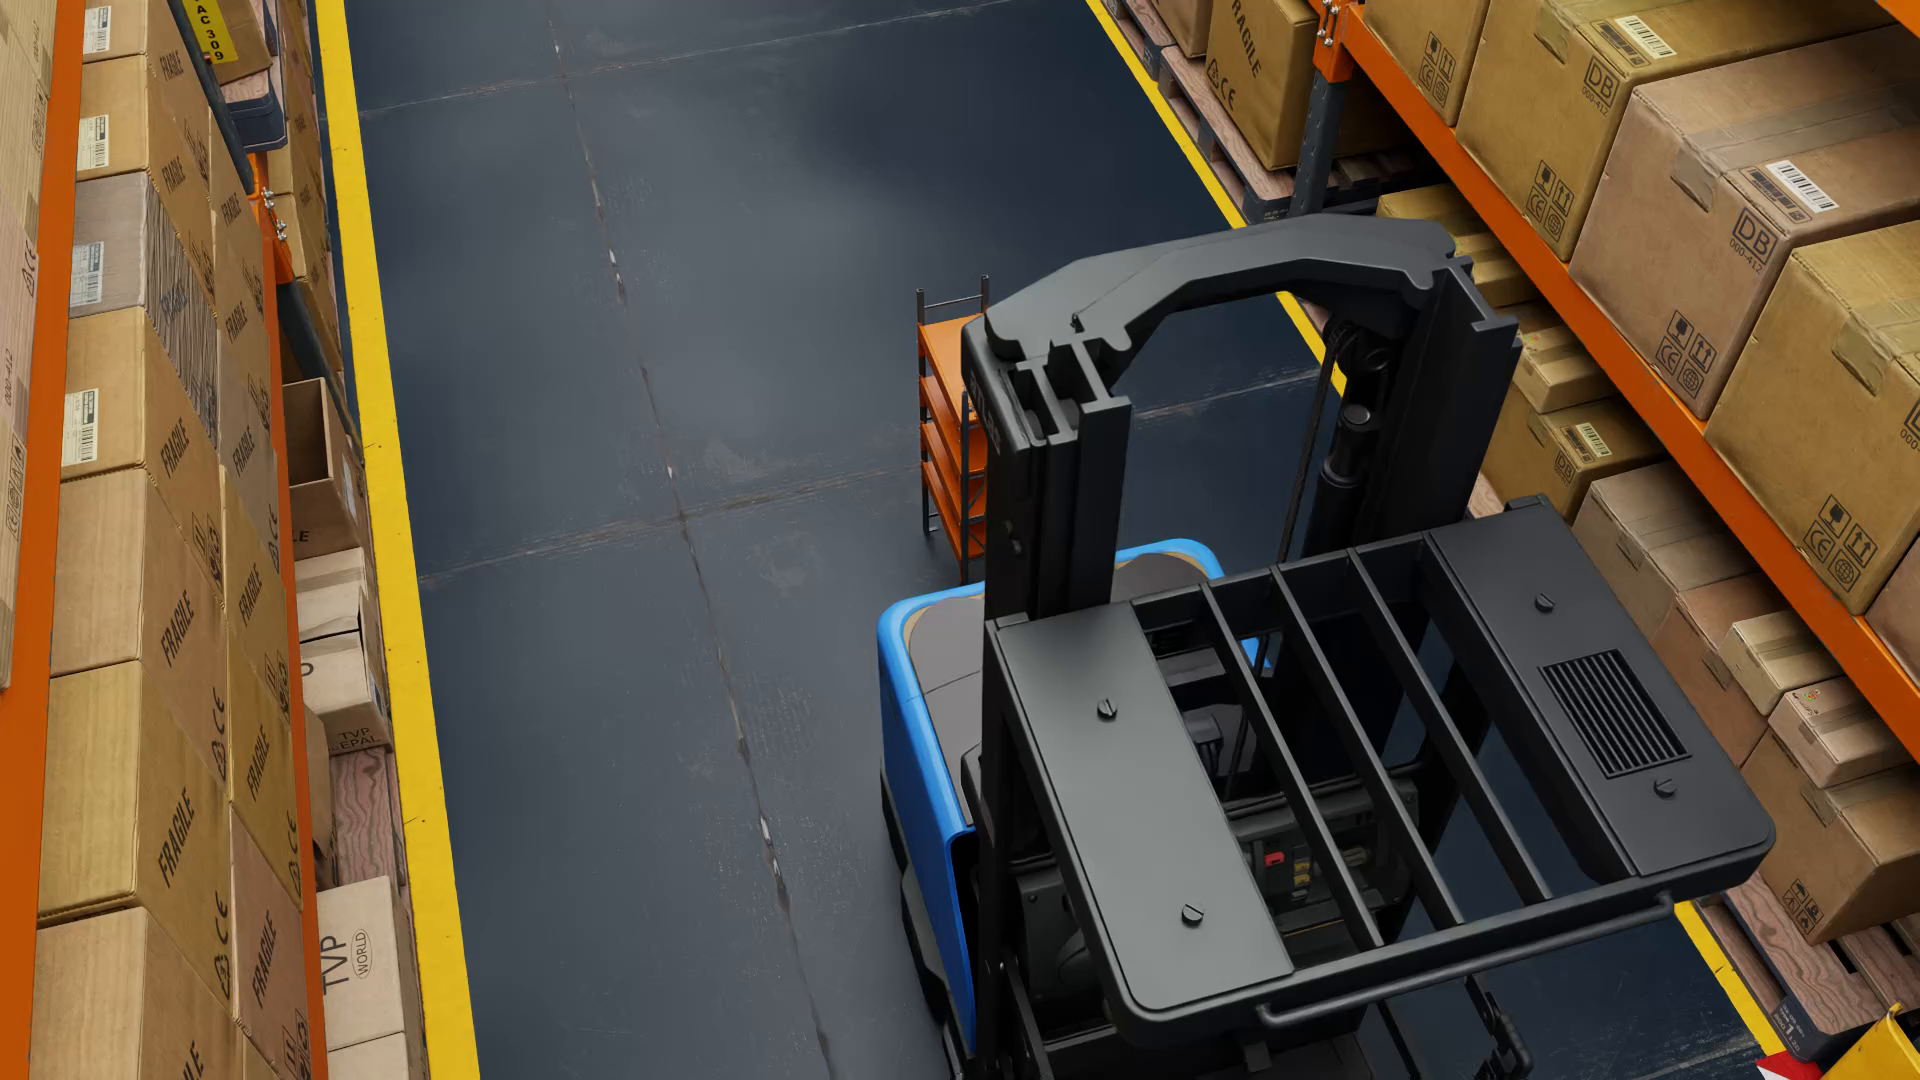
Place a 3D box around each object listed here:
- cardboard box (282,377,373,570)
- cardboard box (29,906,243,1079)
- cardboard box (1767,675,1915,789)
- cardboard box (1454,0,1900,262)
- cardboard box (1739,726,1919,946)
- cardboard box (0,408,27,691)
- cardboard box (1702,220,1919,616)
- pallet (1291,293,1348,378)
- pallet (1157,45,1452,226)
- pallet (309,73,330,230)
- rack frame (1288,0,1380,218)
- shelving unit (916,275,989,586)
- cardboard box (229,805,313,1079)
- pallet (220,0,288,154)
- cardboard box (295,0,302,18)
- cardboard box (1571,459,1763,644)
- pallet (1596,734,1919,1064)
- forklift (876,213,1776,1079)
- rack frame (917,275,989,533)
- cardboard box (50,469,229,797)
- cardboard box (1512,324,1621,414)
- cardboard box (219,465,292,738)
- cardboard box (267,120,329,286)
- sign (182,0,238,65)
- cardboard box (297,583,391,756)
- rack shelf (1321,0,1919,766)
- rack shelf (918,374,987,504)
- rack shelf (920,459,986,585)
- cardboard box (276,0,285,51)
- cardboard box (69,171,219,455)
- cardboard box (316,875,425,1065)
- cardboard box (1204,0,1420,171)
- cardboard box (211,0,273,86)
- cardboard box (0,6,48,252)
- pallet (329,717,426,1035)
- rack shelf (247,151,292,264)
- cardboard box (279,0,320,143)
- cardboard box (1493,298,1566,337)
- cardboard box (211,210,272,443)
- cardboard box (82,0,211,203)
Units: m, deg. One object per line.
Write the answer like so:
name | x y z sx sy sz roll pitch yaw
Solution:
cardboard box | -2.381 -0.173 5.781 0.500 0.500 0.500 -13 51 -11
cardboard box | -1.517 0.994 2.731 0.500 0.500 0.500 -12 51 -10
cardboard box | 2.579 0.530 4.778 0.380 0.149 0.250 -14 51 -11
cardboard box | 2.266 -1.474 5.335 0.980 0.700 0.700 -14 51 -12
cardboard box | 2.791 0.791 4.981 0.700 0.500 0.500 -13 51 -11
cardboard box | -1.682 0.013 2.413 0.500 0.250 0.500 -13 51 -11
cardboard box | 2.707 -0.386 4.418 0.980 0.700 0.700 -14 51 -11
pallet | 2.061 -0.840 6.820 1.003 0.211 1.213 -13 51 -11
pallet | 1.610 -1.960 7.764 1.003 0.211 1.213 -13 51 -11
pallet | -3.462 -1.769 7.603 1.003 0.211 1.213 -13 51 -11
rack frame | 1.910 -2.312 6.237 1.000 3.000 0.127 -13 51 -11
shelving unit | 0.049 -0.266 5.689 0.258 1.200 0.503 -13 51 -11
cardboard box | -1.675 0.941 3.430 0.500 0.500 0.500 -14 51 -11
pallet | -2.953 -1.736 5.877 1.003 0.211 1.213 -13 51 -11
cardboard box | -3.503 -2.817 8.010 0.500 0.500 0.500 -12 51 -10
cardboard box | 2.493 0.059 5.599 0.700 0.500 0.500 -15 51 -12
pallet | 2.782 0.942 5.318 1.003 0.211 1.213 -13 51 -11
forklift | 0.646 0.913 3.563 1.130 2.935 3.031 -12 51 -10
rack frame | -0.023 -0.444 5.840 0.240 1.200 0.015 -13 51 -11
cardboard box | -1.822 0.247 3.360 0.500 0.500 0.500 -13 51 -10
cardboard box | 2.115 -0.609 5.737 0.380 0.149 0.250 -15 51 -12
cardboard box | -1.967 0.208 4.047 0.500 0.500 0.500 -13 51 -10
cardboard box | -2.899 -1.321 6.749 0.500 0.500 0.500 -13 51 -10
sign | -2.304 -1.597 5.068 0.100 0.325 0.005 -13 51 -11
cardboard box | -2.159 0.435 5.392 0.500 0.311 0.500 -13 51 -11
rack shelf | 2.502 -0.619 5.281 1.077 0.370 4.000 -13 51 -11
rack shelf | 0.049 -0.367 5.570 0.258 0.148 0.480 -13 51 -11
rack shelf | 0.049 -0.094 5.893 0.258 0.148 0.480 -13 51 -11
cardboard box | -3.175 -2.272 7.060 0.500 0.250 0.500 -14 51 -12
cardboard box | -2.121 -0.491 3.983 0.500 0.500 0.500 -13 51 -11
cardboard box | -1.823 1.285 4.715 0.500 0.250 0.500 -13 51 -11
cardboard box | 1.594 -2.200 7.274 0.750 0.750 0.750 -13 51 -11
cardboard box | -2.747 -1.753 5.426 0.700 0.500 0.500 -30 56 -23
cardboard box | -1.986 -0.716 3.028 0.500 0.250 0.500 -13 51 -11
pallet | -2.254 1.104 5.181 1.003 0.211 1.213 -13 51 -11
rack shelf | -3.412 -2.418 6.797 1.077 0.370 4.000 -13 51 -11
cardboard box | -3.189 -2.057 7.369 0.500 0.500 0.500 -15 52 -12
cardboard box | 2.179 -0.705 6.242 0.700 0.500 0.500 -14 51 -11
cardboard box | -2.274 -0.538 4.676 0.500 0.500 0.500 -12 51 -10
cardboard box | -2.424 -1.233 4.608 0.500 0.500 0.500 -13 51 -11
